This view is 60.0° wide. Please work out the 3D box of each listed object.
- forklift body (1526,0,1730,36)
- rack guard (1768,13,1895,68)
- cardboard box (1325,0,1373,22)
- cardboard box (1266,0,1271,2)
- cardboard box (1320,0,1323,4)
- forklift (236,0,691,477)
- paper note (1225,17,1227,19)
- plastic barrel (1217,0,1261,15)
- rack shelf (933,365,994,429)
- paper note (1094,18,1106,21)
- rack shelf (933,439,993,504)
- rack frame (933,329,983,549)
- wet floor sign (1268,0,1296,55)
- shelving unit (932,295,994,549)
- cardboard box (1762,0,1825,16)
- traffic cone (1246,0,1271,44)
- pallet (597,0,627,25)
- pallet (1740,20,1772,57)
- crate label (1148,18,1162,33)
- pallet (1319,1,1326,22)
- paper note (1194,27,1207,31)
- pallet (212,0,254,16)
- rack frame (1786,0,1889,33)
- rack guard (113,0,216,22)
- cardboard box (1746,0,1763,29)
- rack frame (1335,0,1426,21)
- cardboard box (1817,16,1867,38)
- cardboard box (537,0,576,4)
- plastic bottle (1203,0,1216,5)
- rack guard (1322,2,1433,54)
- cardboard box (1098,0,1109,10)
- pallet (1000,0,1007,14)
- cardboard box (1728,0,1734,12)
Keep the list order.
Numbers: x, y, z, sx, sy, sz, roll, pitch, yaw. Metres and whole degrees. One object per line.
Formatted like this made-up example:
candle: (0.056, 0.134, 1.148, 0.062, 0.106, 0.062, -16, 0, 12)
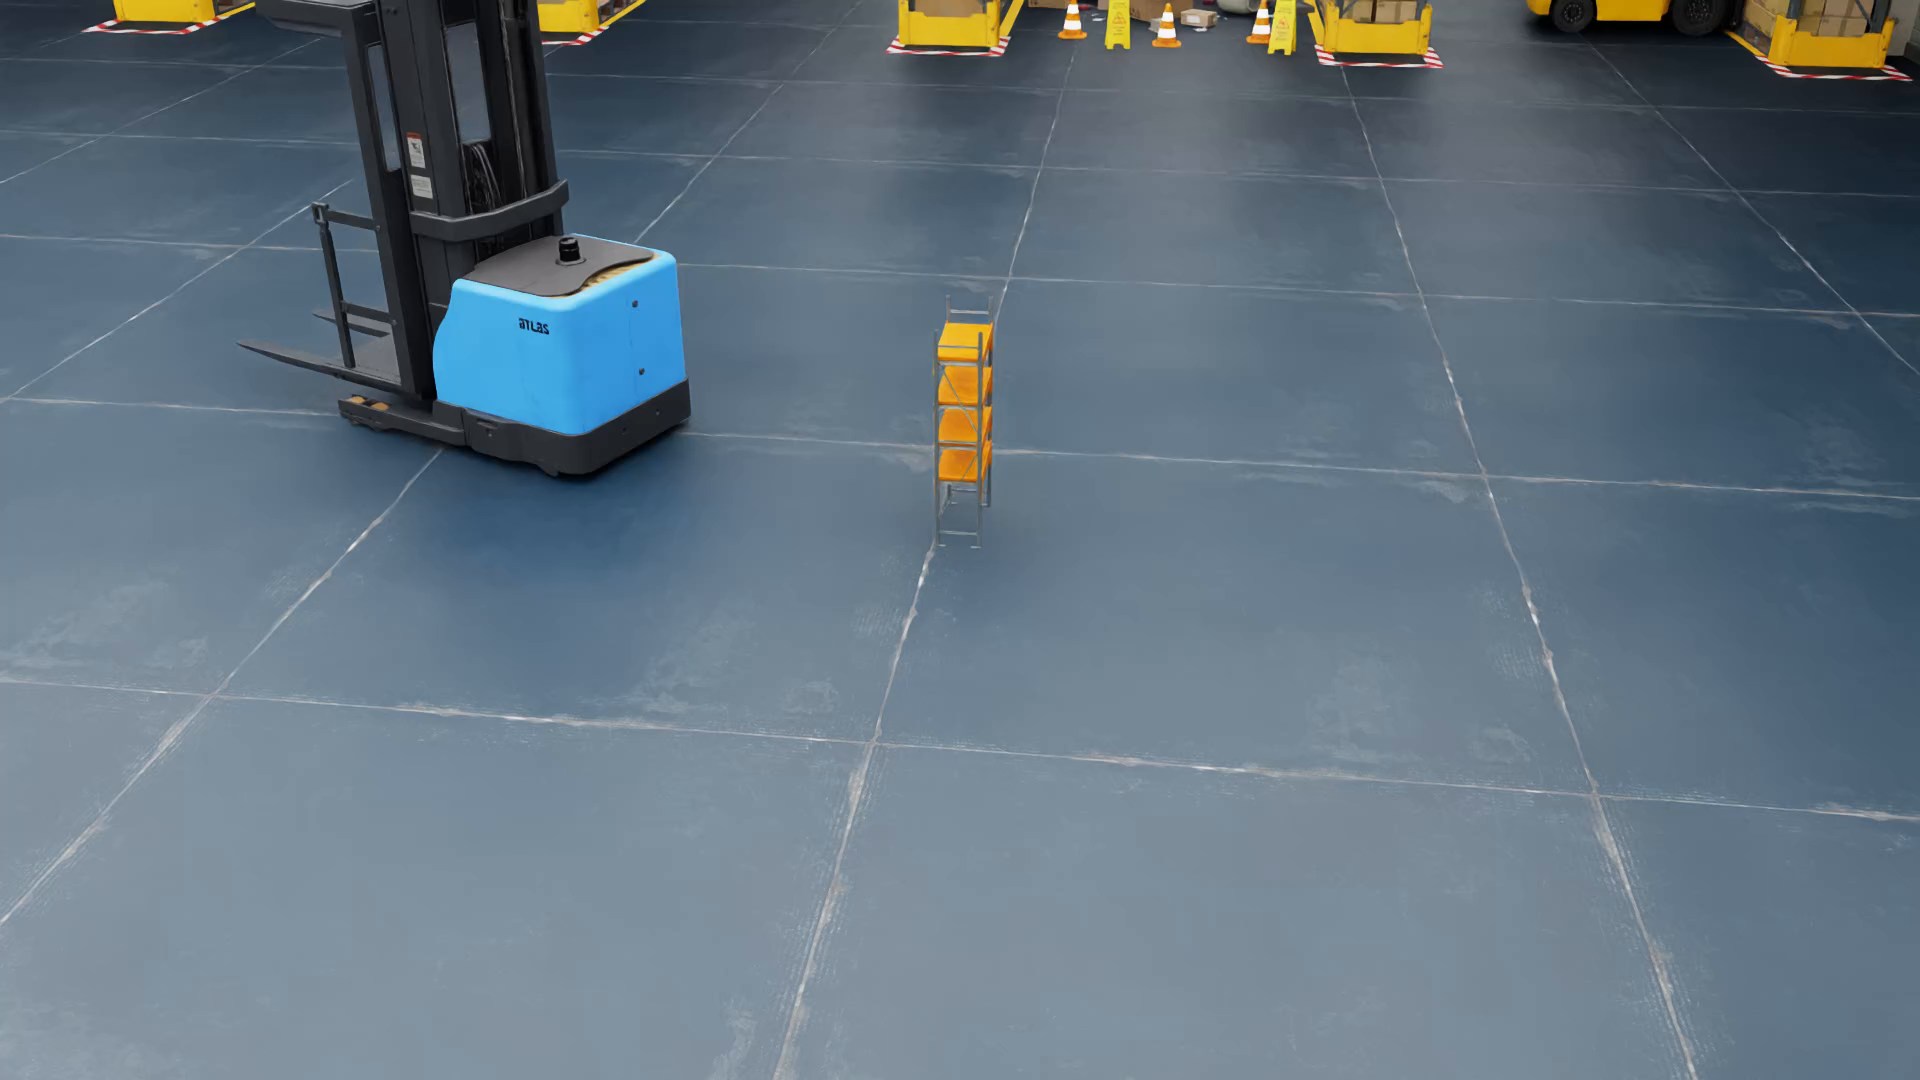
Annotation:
forklift body: (8.152, -7.318, 20.065, 2.313, 2.155, 1.214, 3, 28, 6)
rack guard: (9.727, -5.581, 18.582, 1.175, 0.500, 0.348, 3, 28, 6)
cardboard box: (4.638, -6.361, 19.851, 0.500, 0.250, 0.500, 3, 28, 6)
cardboard box: (3.812, -7.337, 21.840, 0.500, 0.500, 0.500, -24, 36, -37)
cardboard box: (4.765, -6.840, 20.740, 0.500, 0.250, 0.500, 2, 28, 4)
forklift: (-3.153, -2.144, 9.639, 3.031, 2.935, 1.130, 15, 32, 26)
paper note: (3.344, -6.561, 20.918, 0.032, 0.001, 0.123, 3, 28, 6)
plastic barrel: (3.554, -6.905, 21.121, 0.421, 0.421, 0.512, -24, 36, -37)
rack shelf: (0.020, -0.744, 8.536, 0.258, 0.148, 0.480, 3, 28, 6)
paper note: (1.750, -6.531, 20.843, 0.144, 0.017, 0.142, 14, 31, 24)
rack shelf: (0.020, -0.372, 8.736, 0.258, 0.148, 0.480, 3, 28, 6)
rack frame: (-0.010, -0.491, 8.397, 0.240, 1.200, 0.015, 3, 28, 6)
wet floor sign: (3.718, -5.916, 19.050, 0.267, 0.644, 0.232, 14, 31, 24)
shelving unit: (0.020, -0.606, 8.610, 0.258, 1.200, 0.503, 3, 28, 6)
cardboard box: (9.480, -6.134, 18.903, 0.500, 0.250, 0.500, 3, 28, 6)
traffic cone: (3.576, -6.140, 19.659, 0.336, 0.463, 0.334, 3, 28, 6)
pallet: (-4.888, -6.744, 21.045, 1.003, 0.211, 1.213, 3, 28, 6)
pallet: (9.782, -5.827, 19.344, 1.003, 0.211, 1.213, 3, 28, 6)
crate label: (2.467, -6.275, 20.252, 0.250, 0.136, 0.298, -11, 30, -20)
pallet: (5.099, -6.740, 21.039, 1.003, 0.211, 1.213, 3, 28, 6)
paper note: (2.944, -6.233, 20.287, 0.148, 0.019, 0.142, -6, 29, -11)
pallet: (-9.880, -7.036, 21.588, 1.003, 0.211, 1.213, 3, 28, 6)
rack frame: (9.730, -6.693, 18.010, 1.000, 3.000, 0.127, 3, 28, 6)
rack guard: (-9.985, -6.781, 20.810, 1.175, 0.500, 0.348, 3, 28, 6)
cardboard box: (9.545, -6.140, 19.441, 0.500, 0.250, 0.500, 3, 28, 6)
rack frame: (4.803, -6.979, 18.542, 1.000, 3.000, 0.127, 3, 28, 6)
cardboard box: (9.984, -5.887, 18.971, 0.500, 0.250, 0.500, 3, 29, 6)
cardboard box: (-4.939, -6.933, 20.648, 0.500, 0.500, 0.500, 9, 30, 16)
plastic bottle: (3.274, -7.070, 21.809, 0.133, 0.061, 0.283, 8, 29, 15)
rack guard: (4.813, -5.915, 19.201, 1.175, 0.500, 0.348, 3, 28, 6)
cardboard box: (1.986, -6.982, 21.431, 0.396, 0.266, 0.258, 8, 29, 15)
pallet: (0.051, -6.945, 21.419, 1.003, 0.211, 1.213, 3, 28, 6)
cardboard box: (9.656, -6.621, 20.333, 0.500, 0.250, 0.500, 4, 29, 8)
